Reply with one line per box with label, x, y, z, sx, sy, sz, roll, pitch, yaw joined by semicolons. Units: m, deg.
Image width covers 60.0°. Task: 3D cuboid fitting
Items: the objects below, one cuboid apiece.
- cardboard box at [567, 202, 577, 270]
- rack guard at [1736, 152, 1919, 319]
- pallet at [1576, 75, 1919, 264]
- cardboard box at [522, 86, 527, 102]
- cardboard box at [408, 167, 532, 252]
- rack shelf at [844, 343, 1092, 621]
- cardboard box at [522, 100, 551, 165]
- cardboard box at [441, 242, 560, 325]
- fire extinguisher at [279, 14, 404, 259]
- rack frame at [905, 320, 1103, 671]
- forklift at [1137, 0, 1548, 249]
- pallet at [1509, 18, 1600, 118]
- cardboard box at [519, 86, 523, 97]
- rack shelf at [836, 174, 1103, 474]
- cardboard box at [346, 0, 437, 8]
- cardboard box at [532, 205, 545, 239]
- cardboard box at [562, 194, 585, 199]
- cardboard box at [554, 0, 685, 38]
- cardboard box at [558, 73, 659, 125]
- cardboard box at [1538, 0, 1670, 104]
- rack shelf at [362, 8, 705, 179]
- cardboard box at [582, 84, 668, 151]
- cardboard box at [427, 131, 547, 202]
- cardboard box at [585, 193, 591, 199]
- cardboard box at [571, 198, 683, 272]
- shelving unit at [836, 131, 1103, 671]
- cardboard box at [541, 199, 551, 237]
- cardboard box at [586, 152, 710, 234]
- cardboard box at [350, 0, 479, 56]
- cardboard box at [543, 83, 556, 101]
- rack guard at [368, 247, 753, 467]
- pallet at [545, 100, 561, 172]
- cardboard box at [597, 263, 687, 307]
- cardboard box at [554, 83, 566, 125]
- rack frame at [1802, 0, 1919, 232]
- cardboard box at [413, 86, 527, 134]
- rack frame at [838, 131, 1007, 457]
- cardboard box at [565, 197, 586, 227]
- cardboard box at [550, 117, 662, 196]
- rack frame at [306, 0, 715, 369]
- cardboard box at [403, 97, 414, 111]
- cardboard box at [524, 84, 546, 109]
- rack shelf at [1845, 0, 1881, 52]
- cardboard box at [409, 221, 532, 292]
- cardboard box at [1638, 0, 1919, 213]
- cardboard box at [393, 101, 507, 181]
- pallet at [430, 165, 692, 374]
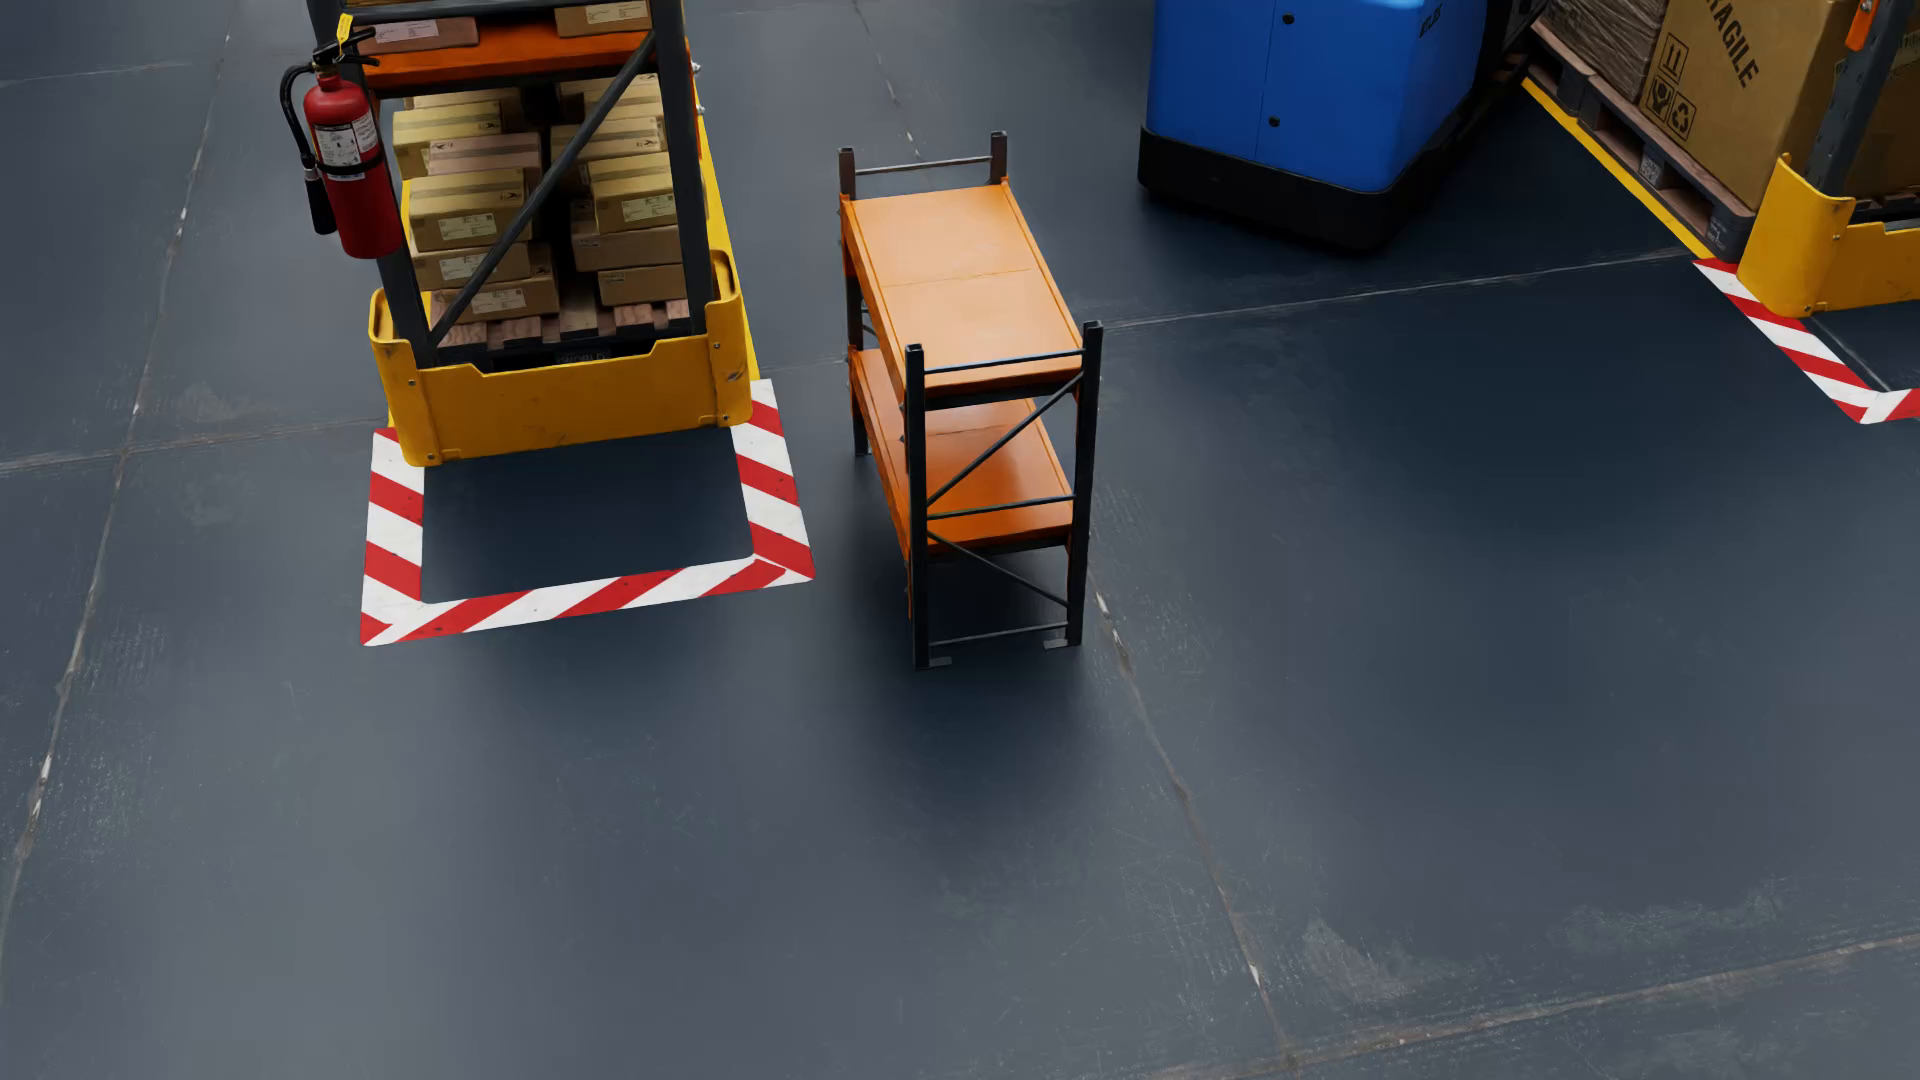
cardboard box;-1.231;-1.135;6.101;0.380;0.149;0.250;-9;42;-9
rack guard;3.576;-1.196;6.220;1.175;0.500;0.348;-8;42;-9
pallet;3.321;-1.610;6.905;1.003;0.211;1.213;-8;42;-9
cardboard box;-1.961;-1.734;6.775;0.380;0.149;0.250;-8;42;-8
cardboard box;-1.656;-1.121;5.637;0.380;0.149;0.250;-8;42;-9
rack shelf;0.001;-0.233;5.034;0.538;0.278;1.000;-8;42;-9
cardboard box;-1.758;-1.530;6.321;0.380;0.149;0.250;-9;42;-10
cardboard box;-1.612;-0.903;5.839;0.380;0.149;0.250;-8;42;-9
fire extinguisher;-1.691;-1.103;4.572;0.296;0.674;0.183;-8;42;-9
rack frame;0.111;-0.087;4.500;0.500;1.125;0.032;-8;42;-9
forklift;1.926;-3.174;6.618;1.130;2.935;3.031;22;46;23
pallet;3.062;-2.400;7.794;1.003;0.211;1.213;-8;42;-9
cardboard box;-1.962;-1.844;6.674;0.380;0.149;0.250;-6;42;-7
rack shelf;0.001;-0.635;4.677;0.538;0.278;1.000;-8;42;-9
cardboard box;-1.643;-1.904;4.836;0.500;0.500;0.500;-8;42;-8
cardboard box;-1.691;-1.181;5.929;0.380;0.149;0.250;-9;42;-10
cardboard box;-1.300;-1.411;6.187;0.380;0.149;0.250;-8;42;-9
cardboard box;-1.044;-1.664;5.054;0.380;0.149;0.250;-9;42;-10
cardboard box;-1.316;-1.695;6.283;0.380;0.149;0.250;-10;43;-11
cardboard box;3.158;-2.502;7.093;0.875;0.875;0.875;-8;42;-9
rack shelf;-1.726;-2.528;6.381;1.077;0.370;4.000;-8;42;-9
cardboard box;-1.182;-1.546;6.115;0.380;0.149;0.250;-8;42;-9
cardboard box;-1.654;-1.292;5.829;0.380;0.149;0.250;-8;42;-8
cardboard box;-1.161;-1.265;6.023;0.380;0.149;0.250;-9;42;-9
cardboard box;-1.157;-1.079;5.814;0.380;0.149;0.250;-7;42;-7
shelving unit;0.001;-0.416;4.872;0.538;1.125;1.048;-8;42;-9
cardboard box;-1.739;-1.239;6.217;0.380;0.149;0.250;-9;42;-9
cardboard box;-1.076;-1.203;5.728;0.380;0.149;0.250;-10;43;-11
cardboard box;-1.641;-1.578;4.957;0.380;0.149;0.250;-8;42;-9
cardboard box;-1.498;-1.921;6.762;0.380;0.149;0.250;-6;42;-7
rack guard;-1.311;-0.615;5.567;1.175;0.500;0.348;-8;42;-9
pallet;-1.712;-1.828;7.151;1.003;0.211;1.213;-8;42;-9
cardboard box;-1.095;-0.977;5.923;0.380;0.149;0.250;-8;42;-8
cardboard box;-1.400;-1.751;6.570;0.380;0.149;0.250;-10;43;-11
rack frame;3.570;-2.146;5.408;1.000;3.000;0.127;-8;42;-9
cardboard box;-1.828;-1.619;6.197;0.380;0.149;0.250;-10;43;-11
rack frame;-0.108;-0.746;5.243;0.500;1.125;0.032;-8;42;-9
cardboard box;-1.292;-1.295;6.281;0.380;0.149;0.250;-8;42;-9
cardboard box;-1.253;-1.364;5.910;0.380;0.149;0.250;-8;42;-9
rack frame;-1.294;-1.501;4.681;1.000;3.000;0.127;-8;42;-9
cardboard box;-1.941;-1.785;6.384;0.380;0.149;0.250;-7;42;-8
cardboard box;-1.942;-1.908;6.971;0.380;0.149;0.250;-7;42;-8
rack shelf;3.139;-3.174;7.107;1.077;0.370;4.000;-8;42;-9
cardboard box;-1.687;-1.004;5.729;0.380;0.149;0.250;-9;42;-10
cardboard box;3.354;-1.912;6.429;0.875;0.875;0.875;-8;42;-9
cardboard box;-1.834;-1.442;5.998;0.380;0.149;0.250;-9;42;-10
pallet;-1.452;-1.039;6.262;1.003;0.211;1.213;-8;42;-9
